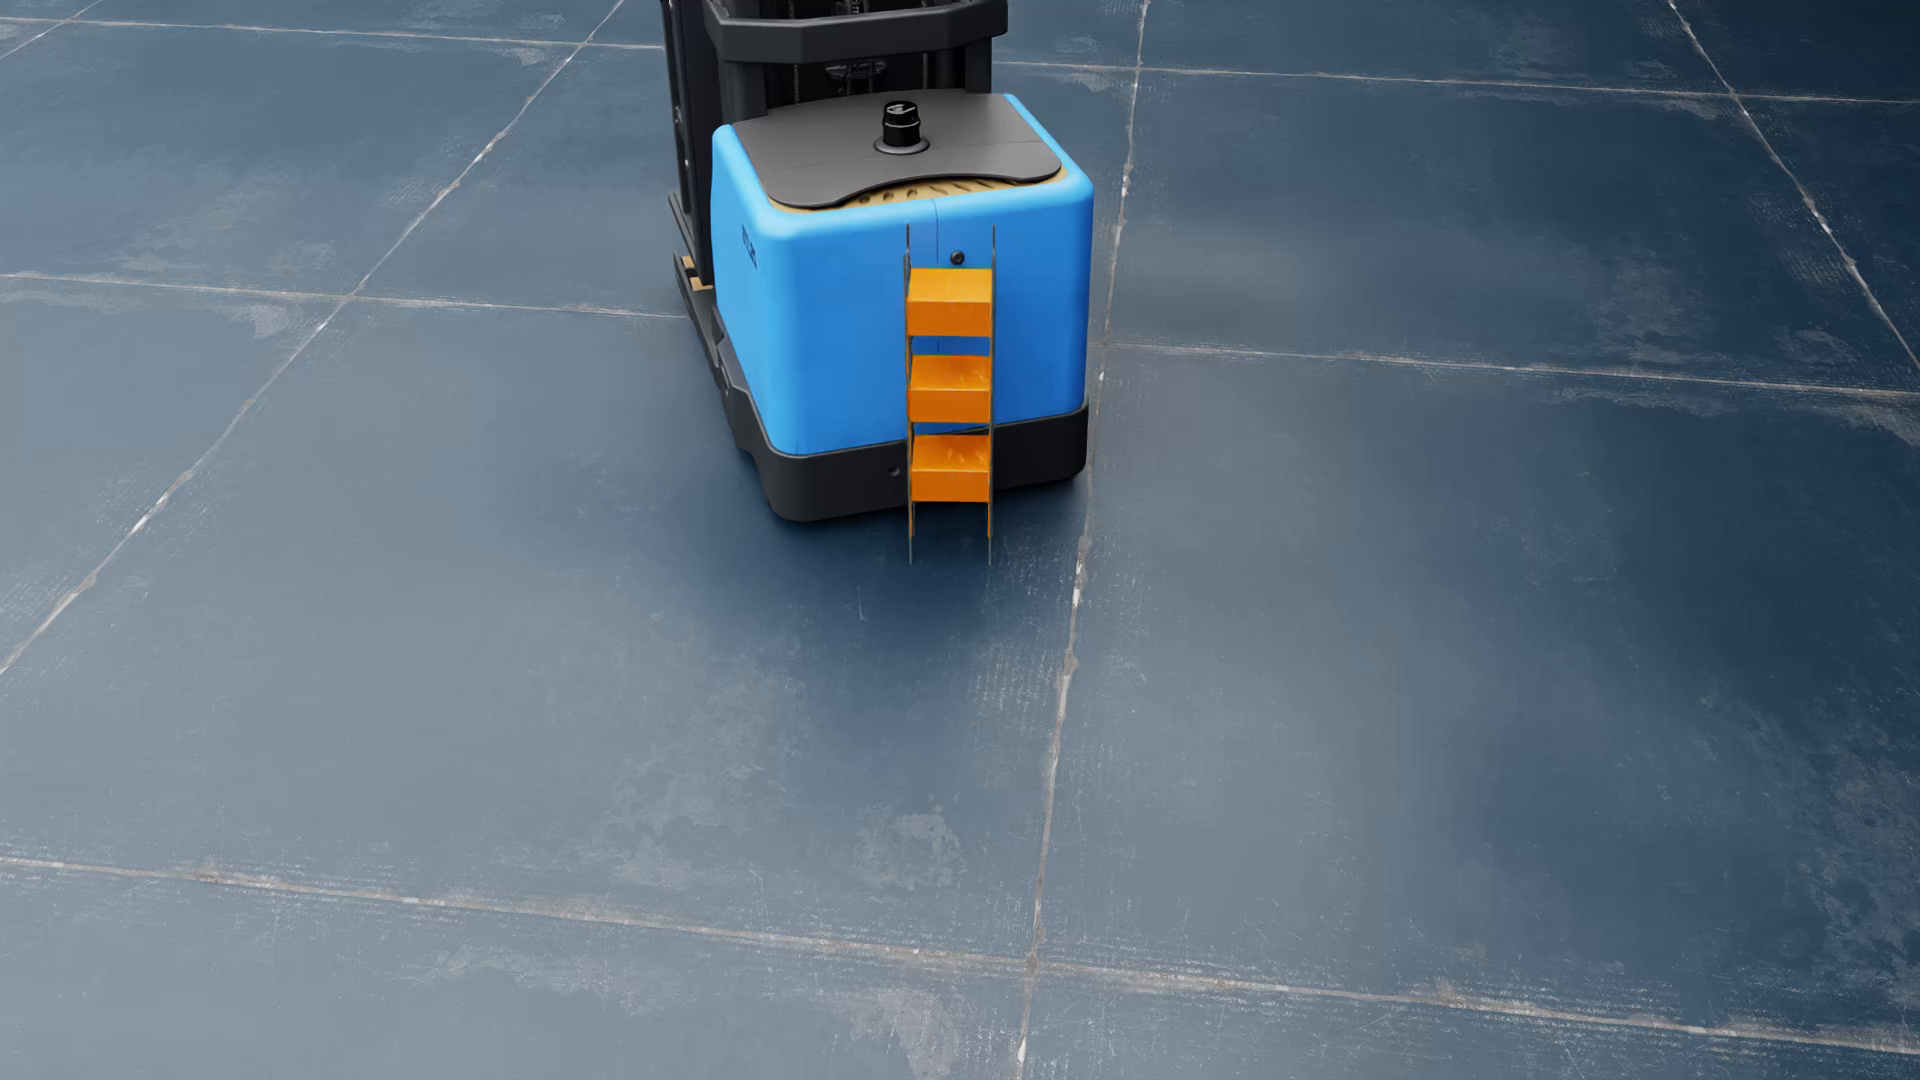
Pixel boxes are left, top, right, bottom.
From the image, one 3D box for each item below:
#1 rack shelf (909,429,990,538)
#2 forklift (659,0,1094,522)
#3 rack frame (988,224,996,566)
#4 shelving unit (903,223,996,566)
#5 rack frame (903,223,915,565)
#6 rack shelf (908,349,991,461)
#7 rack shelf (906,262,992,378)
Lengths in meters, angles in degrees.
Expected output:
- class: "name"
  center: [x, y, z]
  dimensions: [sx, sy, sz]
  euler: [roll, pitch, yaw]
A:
- class: "rack shelf"
  center: [-0.028, -0.173, 5.085]
  dimensions: [0.240, 0.259, 0.215]
  euler: [1, 36, 1]
- class: "forklift"
  center: [-0.498, -2.105, 5.677]
  dimensions: [1.130, 2.935, 3.031]
  euler: [-10, 37, -14]
- class: "rack frame"
  center: [0.094, -0.406, 4.915]
  dimensions: [0.008, 1.050, 0.200]
  euler: [1, 36, 1]
- class: "shelving unit"
  center: [-0.028, -0.408, 4.918]
  dimensions: [0.252, 1.050, 0.215]
  euler: [1, 36, 1]
- class: "rack frame"
  center: [-0.150, -0.410, 4.920]
  dimensions: [0.008, 1.050, 0.200]
  euler: [1, 36, 1]
- class: "rack shelf"
  center: [-0.028, -0.399, 4.924]
  dimensions: [0.240, 0.259, 0.215]
  euler: [1, 36, 1]
- class: "rack shelf"
  center: [-0.028, -0.630, 4.759]
  dimensions: [0.240, 0.259, 0.215]
  euler: [1, 36, 1]
